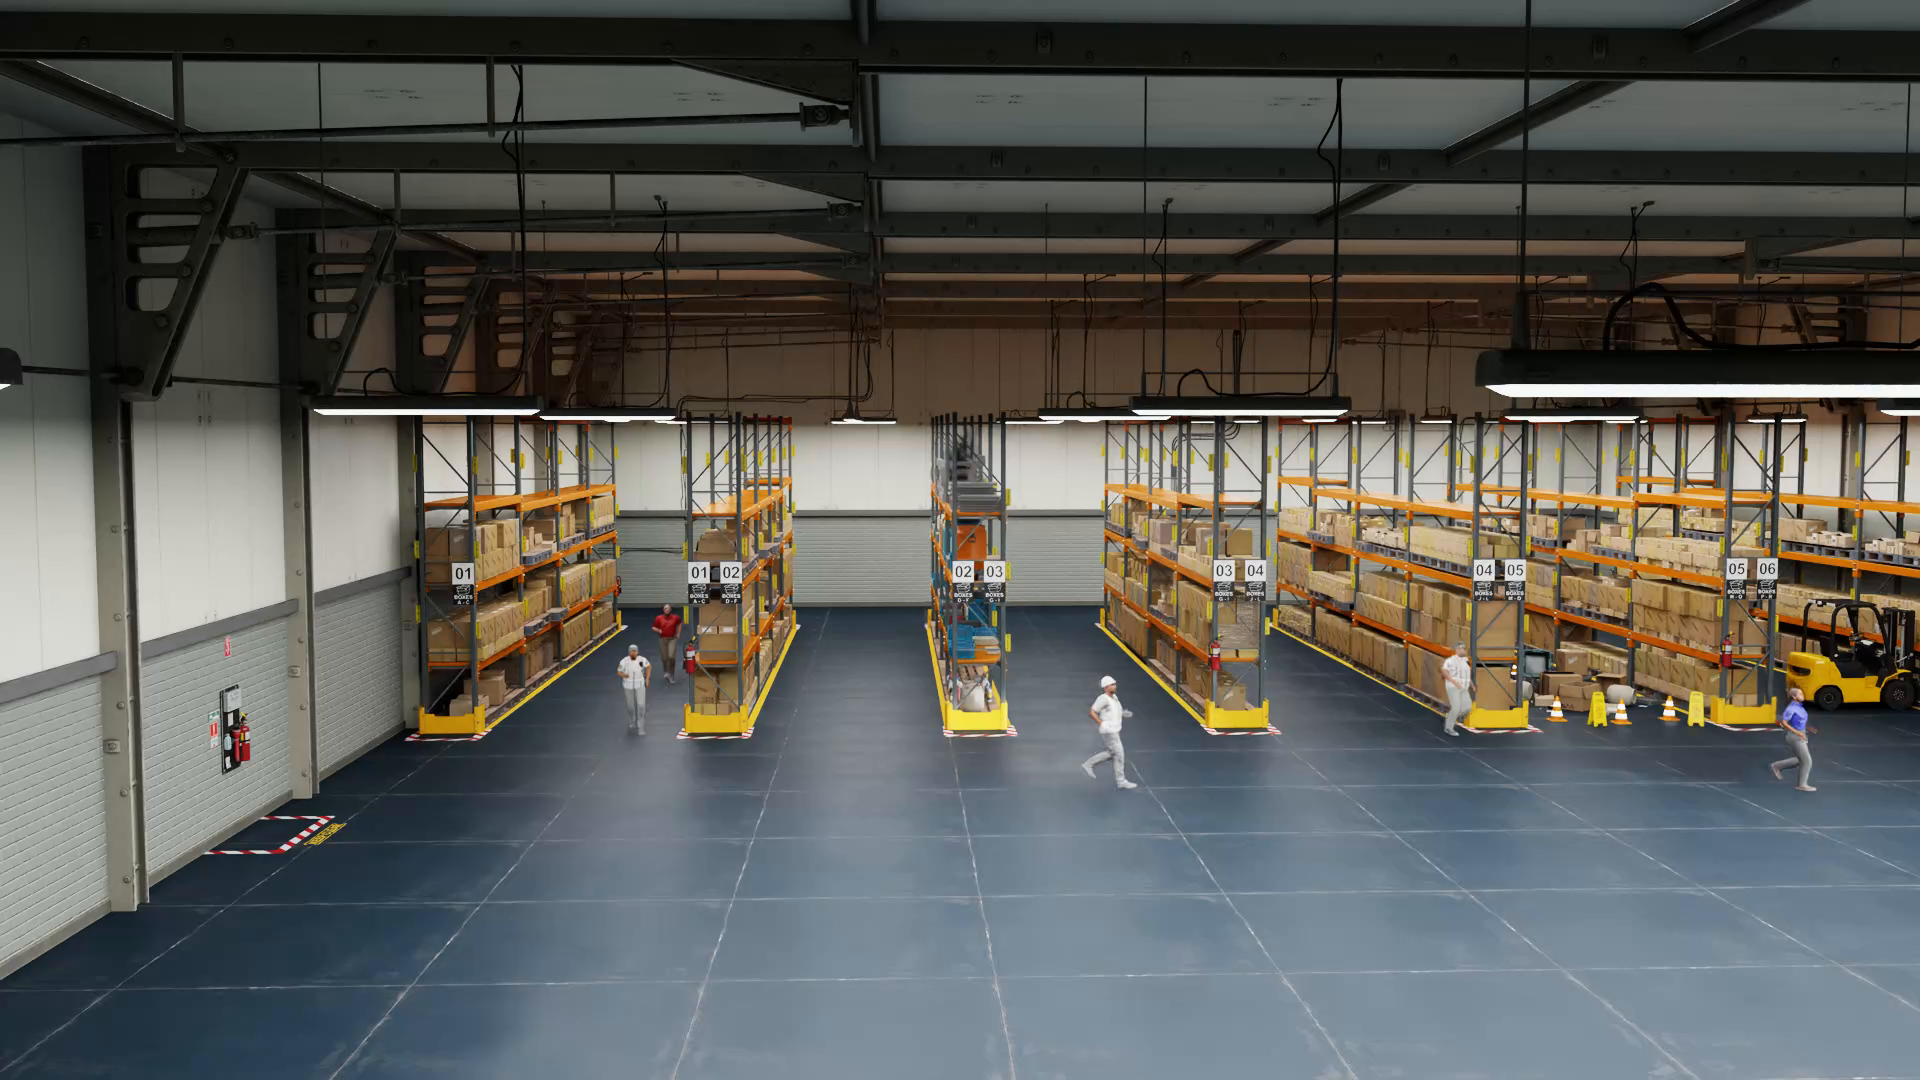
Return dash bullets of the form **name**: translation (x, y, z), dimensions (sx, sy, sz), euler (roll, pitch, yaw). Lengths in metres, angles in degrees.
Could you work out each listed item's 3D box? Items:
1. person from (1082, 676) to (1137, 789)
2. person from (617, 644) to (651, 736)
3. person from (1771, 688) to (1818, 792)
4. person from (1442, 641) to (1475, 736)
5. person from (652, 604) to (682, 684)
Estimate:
- **person**: translation (2.360, 3.039, 26.369), dimensions (0.941, 1.762, 0.696), euler (1, 4, 21)
- **person**: translation (-6.103, 2.790, 31.155), dimensions (0.616, 1.706, 0.819), euler (-1, 4, -8)
- **person**: translation (13.156, 3.129, 26.248), dimensions (0.701, 1.608, 0.581), euler (3, 5, 42)
- **person**: translation (9.312, 2.754, 31.032), dimensions (0.731, 1.733, 0.537), euler (-3, 5, -33)
- **person**: translation (-6.589, 2.336, 37.385), dimensions (0.640, 1.799, 0.801), euler (0, 4, -4)
